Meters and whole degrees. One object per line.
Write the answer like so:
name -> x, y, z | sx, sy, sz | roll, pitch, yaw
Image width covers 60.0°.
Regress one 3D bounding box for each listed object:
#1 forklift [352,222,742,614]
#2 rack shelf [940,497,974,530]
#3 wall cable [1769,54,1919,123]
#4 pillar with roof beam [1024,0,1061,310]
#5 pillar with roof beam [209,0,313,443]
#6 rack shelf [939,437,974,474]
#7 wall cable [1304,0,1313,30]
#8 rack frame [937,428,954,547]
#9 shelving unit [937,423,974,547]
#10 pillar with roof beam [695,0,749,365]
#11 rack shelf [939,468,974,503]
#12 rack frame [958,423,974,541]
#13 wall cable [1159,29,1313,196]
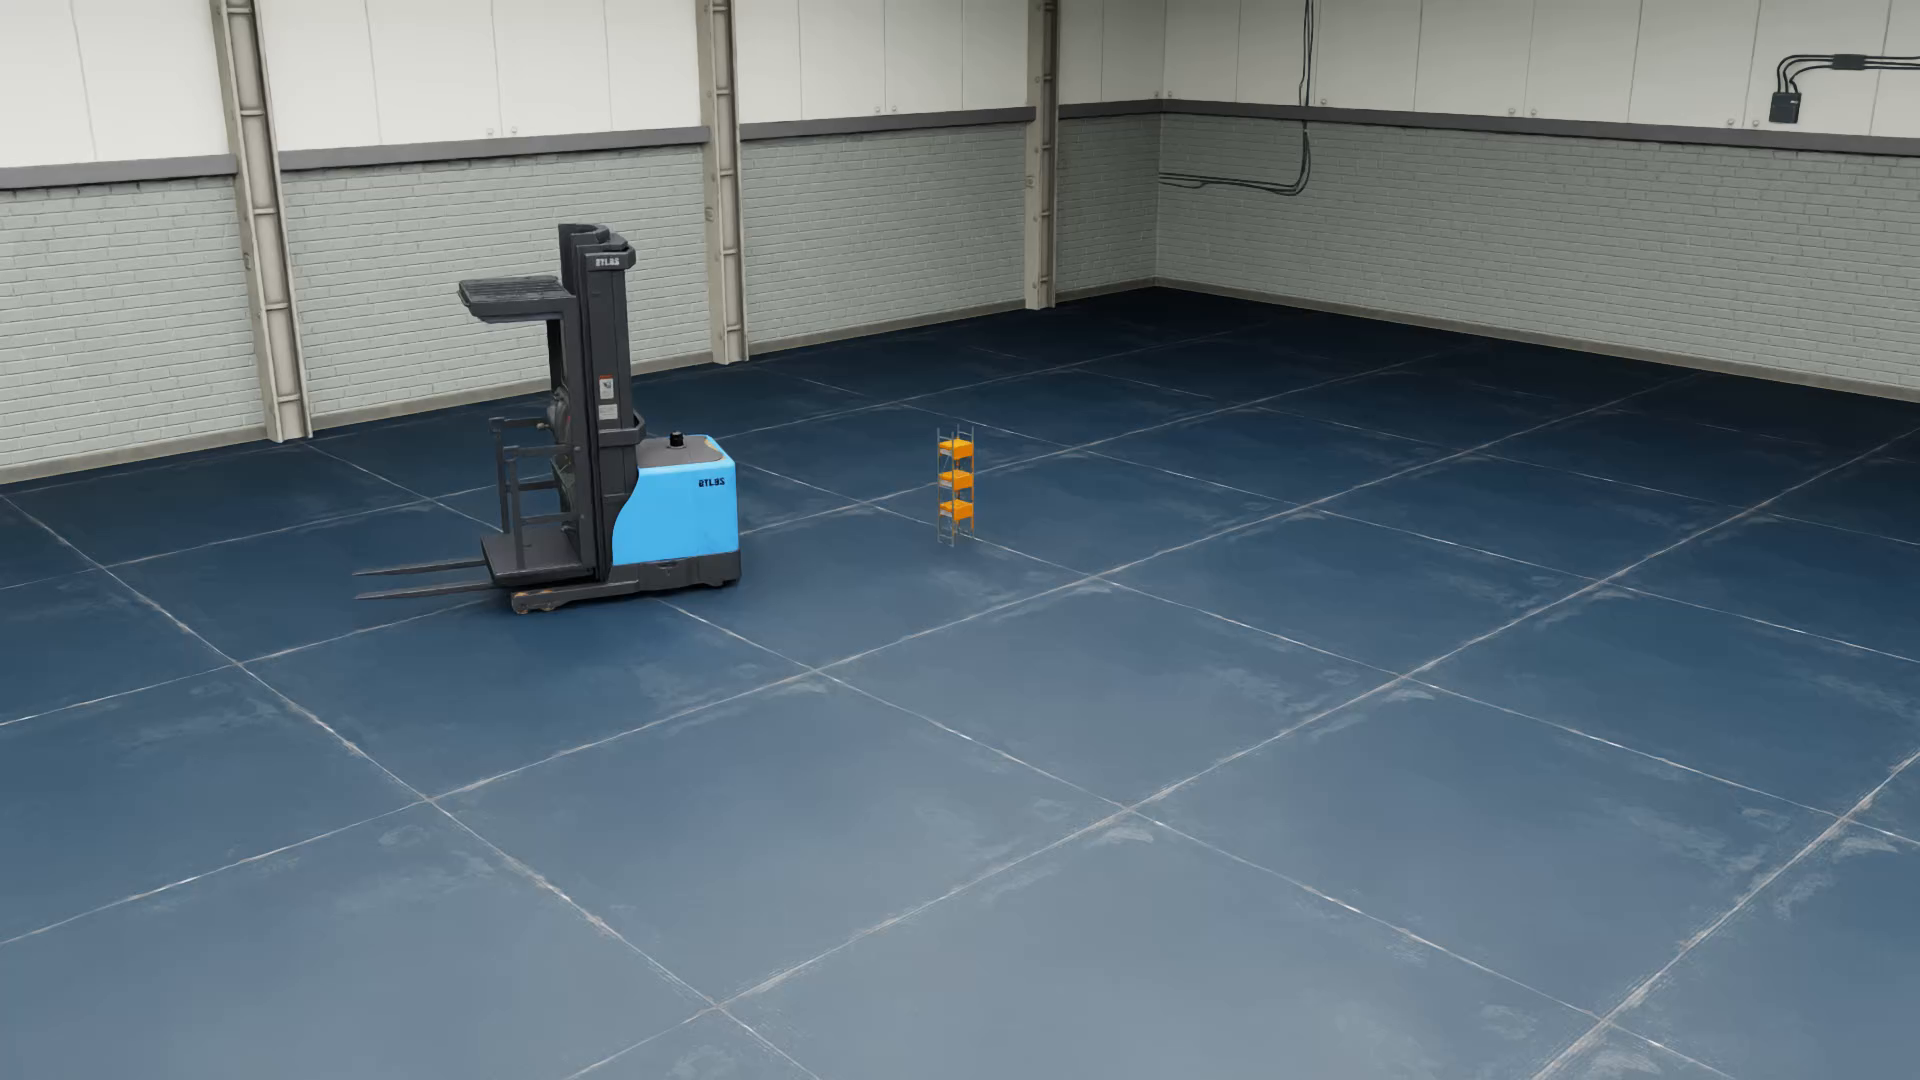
forklift -> -3.388, -0.992, 13.293 | 3.031, 2.935, 1.130 | -7, 19, -20
rack shelf -> -0.039, -0.214, 14.877 | 0.240, 0.259, 0.215 | -16, 24, -41
wall cable -> 10.824, -7.781, 18.878 | 0.169, 6.003, 2.305 | -16, 24, -41
pillar with roof beam -> 4.221, -7.001, 21.988 | 0.400, 9.000, 9.100 | -16, 24, -41
pillar with roof beam -> -4.498, -4.458, 14.145 | 0.400, 9.000, 9.100 | -16, 24, -41
rack shelf -> -0.039, -0.748, 14.704 | 0.240, 0.259, 0.215 | -16, 24, -41
wall cable -> 6.171, -8.613, 23.805 | 0.112, 2.526, 3.097 | -16, 24, -41
rack frame -> -0.128, -0.462, 14.708 | 0.008, 1.050, 0.200 | -16, 24, -41
shelving unit -> -0.039, -0.488, 14.788 | 0.252, 1.050, 0.215 | -16, 24, -41
pillar with roof beam -> -0.138, -5.730, 18.066 | 0.400, 9.000, 9.100 | -16, 24, -41
rack shelf -> -0.039, -0.478, 14.791 | 0.240, 0.259, 0.215 | -16, 24, -41
rack frame -> 0.050, -0.514, 14.868 | 0.008, 1.050, 0.200 | -16, 24, -41
wall cable -> 4.313, -6.817, 26.454 | 0.112, 2.526, 3.097 | -16, 24, -41
